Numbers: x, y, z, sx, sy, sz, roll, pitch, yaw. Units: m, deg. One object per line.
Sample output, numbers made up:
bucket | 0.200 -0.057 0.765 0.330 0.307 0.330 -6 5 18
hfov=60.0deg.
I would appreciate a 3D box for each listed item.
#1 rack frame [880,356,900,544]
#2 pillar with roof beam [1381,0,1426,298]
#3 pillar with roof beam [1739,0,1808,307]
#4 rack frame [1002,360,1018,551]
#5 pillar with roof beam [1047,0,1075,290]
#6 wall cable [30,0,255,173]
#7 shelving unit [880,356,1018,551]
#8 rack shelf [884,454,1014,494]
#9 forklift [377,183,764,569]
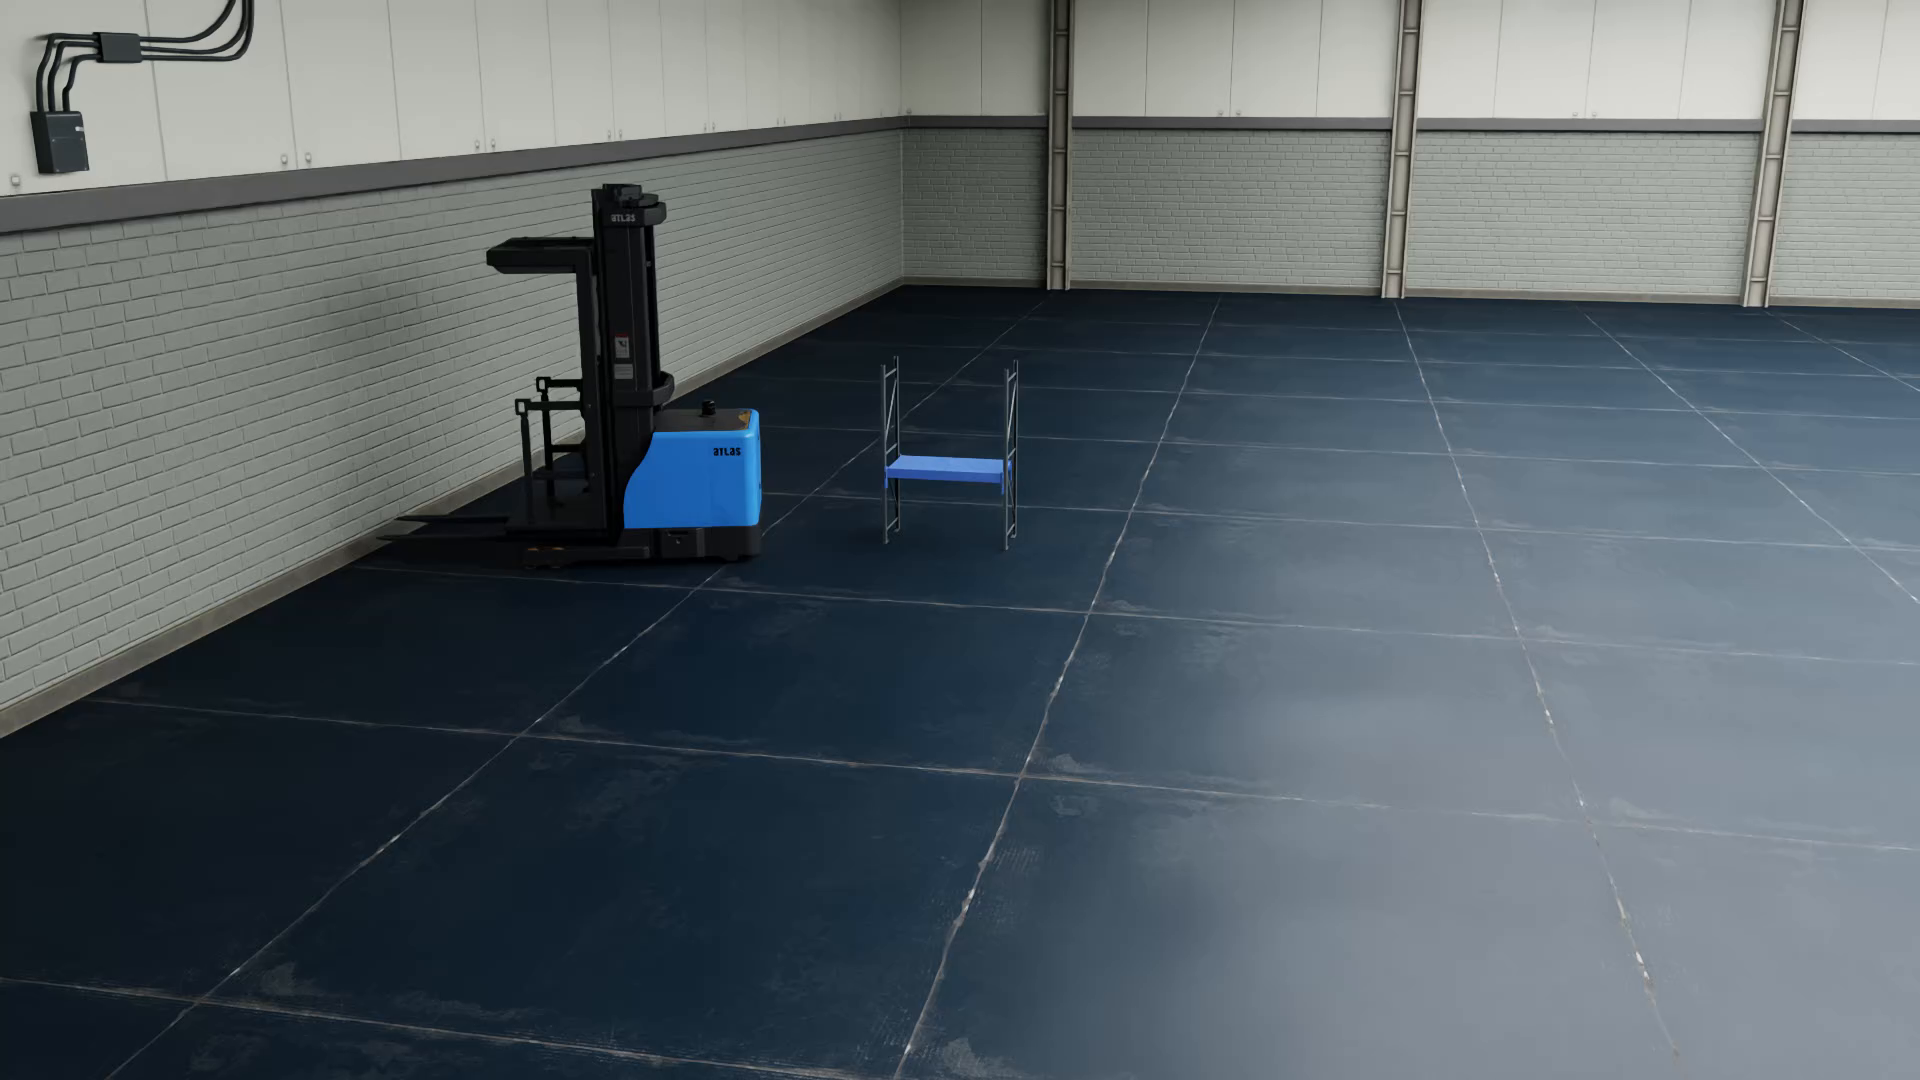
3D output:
rack frame | -0.582 -0.754 13.906 0.032 1.500 0.500 3 16 11
pillar with roof beam | 6.843 -7.539 24.353 0.400 9.000 9.100 3 16 11
pillar with roof beam | 12.723 -7.220 23.200 0.400 9.000 9.100 3 16 11
rack frame | 0.415 -0.700 13.711 0.032 1.500 0.500 3 16 11
pillar with roof beam | 0.963 -7.859 25.505 0.400 9.000 9.100 3 16 11
wall cable | -5.172 -5.369 10.145 0.169 6.003 2.305 3 16 11
shelving unit | -0.084 -0.727 13.808 1.048 1.500 0.538 3 16 11
rack shelf | -0.084 -0.554 13.856 1.000 0.185 0.538 3 16 11
forklift | -3.148 -1.329 13.299 3.031 2.935 1.130 -1 16 -5
